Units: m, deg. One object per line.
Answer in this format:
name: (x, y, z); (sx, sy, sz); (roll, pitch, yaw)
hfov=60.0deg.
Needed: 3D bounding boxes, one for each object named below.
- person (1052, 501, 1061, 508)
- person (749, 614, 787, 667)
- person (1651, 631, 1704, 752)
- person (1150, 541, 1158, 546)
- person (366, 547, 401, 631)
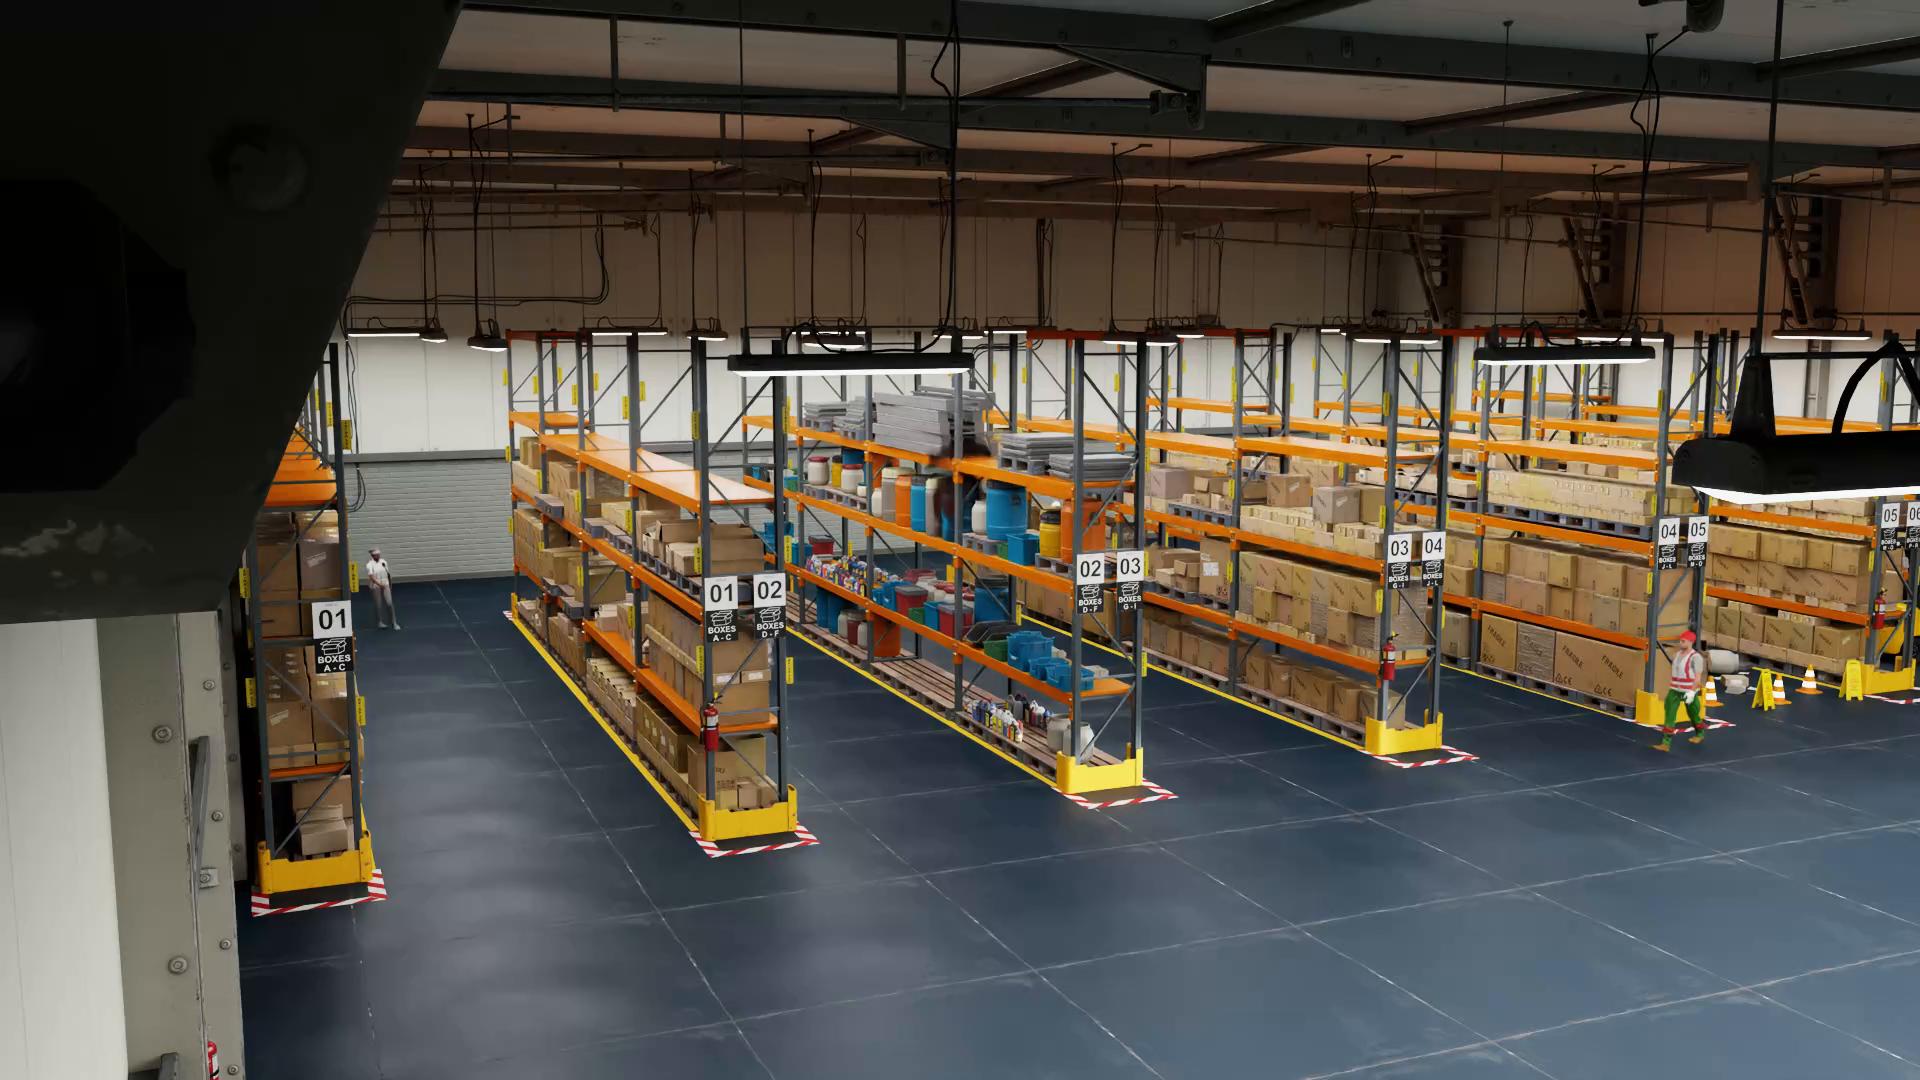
person: (2.416, -0.096, 40.914); (0.538, 1.726, 1.045); (-4, 9, -25)
person: (-3.331, 1.522, 28.838); (0.620, 1.710, 1.055); (-4, 9, -25)
person: (10.518, 2.191, 24.141); (0.497, 1.752, 1.062); (7, 11, 43)
person: (3.988, 0.854, 34.352); (0.381, 1.641, 0.521); (-5, 9, -32)
person: (-11.588, 0.982, 33.340); (0.547, 1.701, 0.725); (-6, 10, -38)
